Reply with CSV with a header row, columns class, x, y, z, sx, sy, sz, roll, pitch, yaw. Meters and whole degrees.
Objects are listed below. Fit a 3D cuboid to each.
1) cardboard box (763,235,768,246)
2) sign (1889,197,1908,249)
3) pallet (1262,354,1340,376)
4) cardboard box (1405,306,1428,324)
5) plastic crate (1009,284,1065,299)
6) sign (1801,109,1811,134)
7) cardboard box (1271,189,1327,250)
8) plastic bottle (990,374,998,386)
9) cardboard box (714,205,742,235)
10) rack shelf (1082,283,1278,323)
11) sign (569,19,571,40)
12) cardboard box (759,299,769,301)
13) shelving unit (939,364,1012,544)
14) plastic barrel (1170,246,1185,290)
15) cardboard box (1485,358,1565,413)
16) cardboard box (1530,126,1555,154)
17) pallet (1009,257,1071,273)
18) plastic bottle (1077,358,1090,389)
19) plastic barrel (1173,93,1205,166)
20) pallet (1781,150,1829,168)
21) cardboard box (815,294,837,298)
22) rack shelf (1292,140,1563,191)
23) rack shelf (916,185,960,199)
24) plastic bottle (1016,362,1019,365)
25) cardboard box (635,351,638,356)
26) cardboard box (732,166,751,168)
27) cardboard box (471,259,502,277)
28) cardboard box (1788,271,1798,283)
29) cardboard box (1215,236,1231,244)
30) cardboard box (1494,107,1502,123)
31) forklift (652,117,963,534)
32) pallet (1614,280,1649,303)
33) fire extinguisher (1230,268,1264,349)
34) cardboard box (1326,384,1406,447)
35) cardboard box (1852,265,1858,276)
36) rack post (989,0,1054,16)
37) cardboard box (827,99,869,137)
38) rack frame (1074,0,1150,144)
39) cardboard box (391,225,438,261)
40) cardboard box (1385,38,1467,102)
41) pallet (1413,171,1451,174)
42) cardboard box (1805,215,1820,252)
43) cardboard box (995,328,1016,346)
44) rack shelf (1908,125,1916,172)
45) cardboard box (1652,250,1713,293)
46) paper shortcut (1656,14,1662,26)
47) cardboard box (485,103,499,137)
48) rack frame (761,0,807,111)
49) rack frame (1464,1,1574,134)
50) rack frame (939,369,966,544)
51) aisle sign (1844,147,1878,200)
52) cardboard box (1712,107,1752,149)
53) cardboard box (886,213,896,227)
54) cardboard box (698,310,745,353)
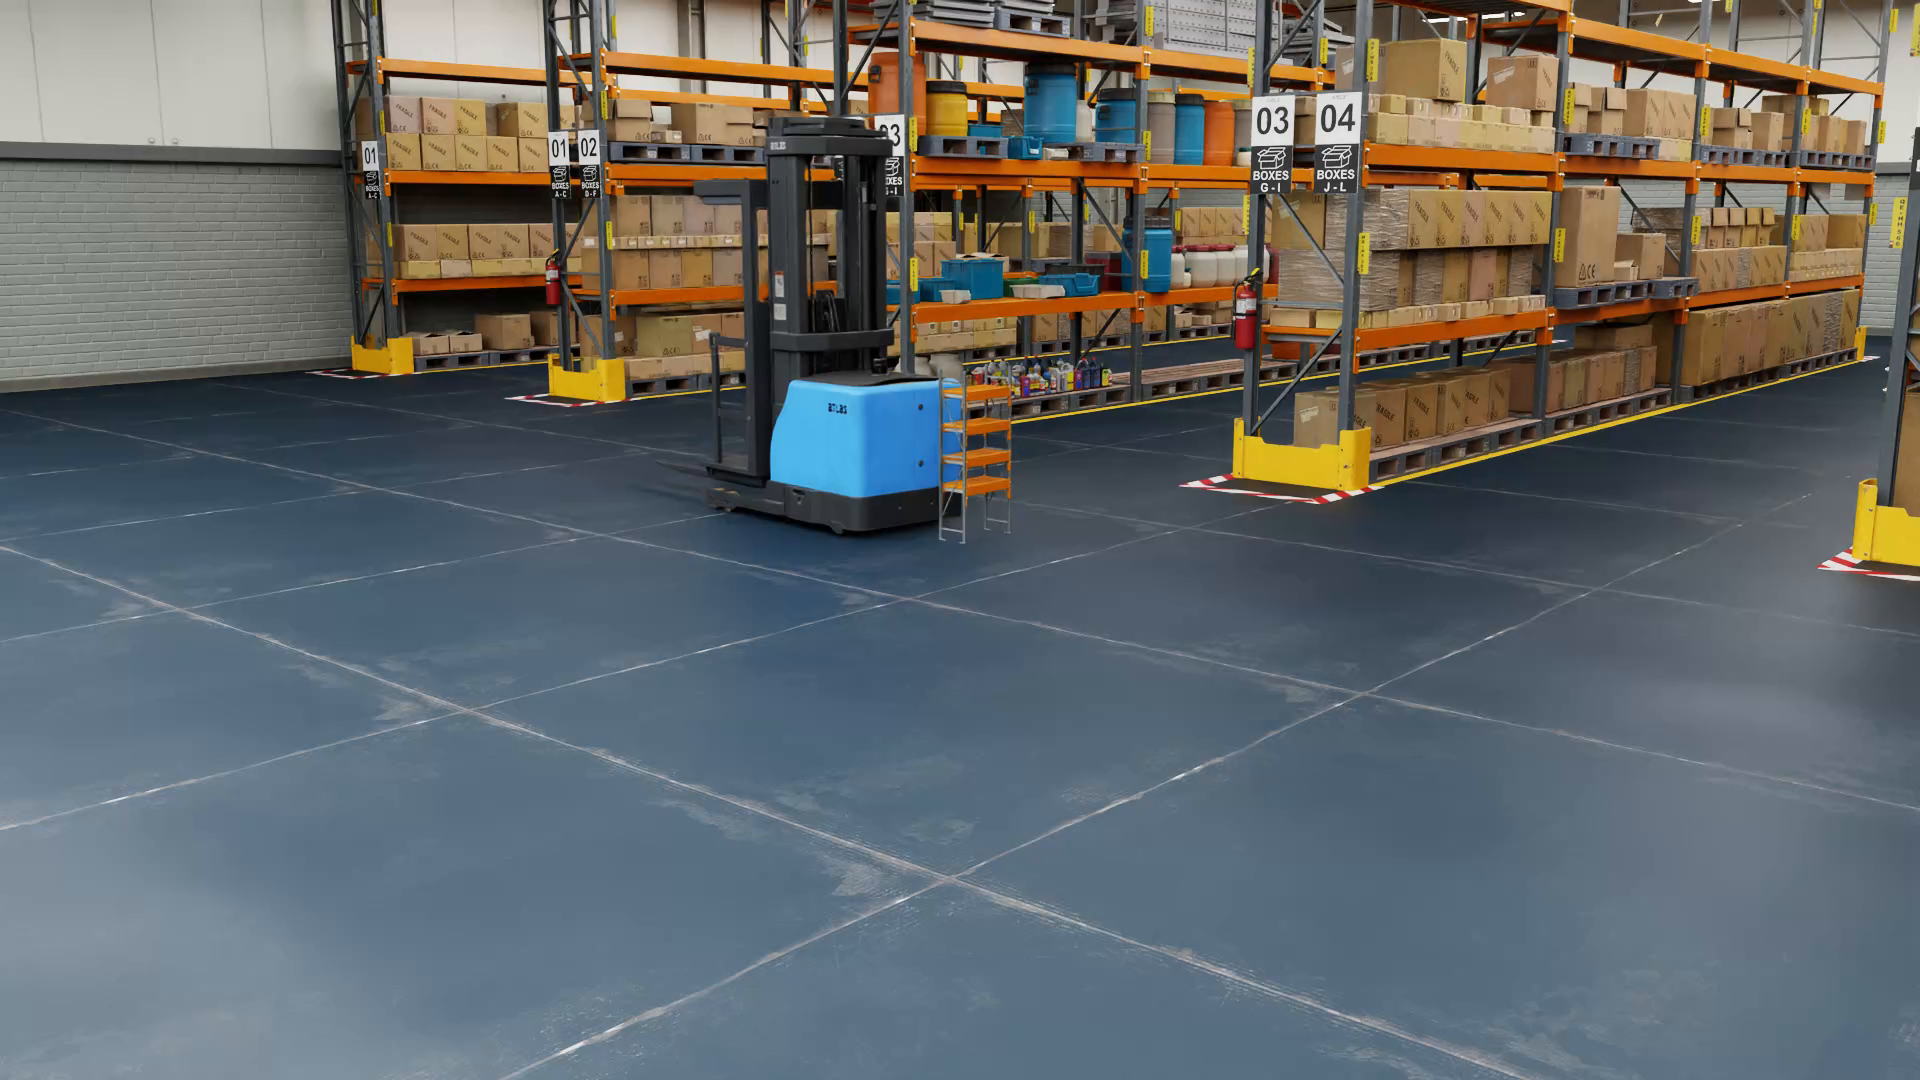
class,x,y,z,sx,sy,sz,roll,pitch,yaw
cardboard box,-2.643,-3.979,22.063,0.380,0.149,0.250,10,15,40
sign,6.108,-2.059,10.801,0.100,0.325,0.005,10,15,40
pallet,4.897,-2.530,23.841,1.003,0.211,1.213,10,15,40
cardboard box,3.890,-1.991,14.665,0.380,0.149,0.250,10,15,40
plastic crate,0.886,-2.787,18.680,0.530,0.136,0.437,10,15,40
sign,11.183,-5.535,21.981,0.100,0.325,0.005,10,15,40
cardboard box,3.025,-2.757,14.290,0.500,0.500,0.500,10,15,40
plastic bottle,0.394,-1.810,19.138,0.097,0.201,0.097,0,11,0
cardboard box,-3.233,-4.227,21.646,0.700,0.500,0.500,10,15,40
rack shelf,3.087,-3.129,21.558,1.077,0.370,4.000,10,15,40
sign,-6.095,-8.017,26.088,0.100,0.325,0.005,10,15,40
cardboard box,-3.470,-3.935,29.011,0.700,0.500,0.500,10,15,41
shelving unit,0.109,-0.613,11.716,0.258,1.200,0.503,10,15,40
plastic barrel,2.563,-3.367,20.564,0.433,0.535,0.433,0,11,0
cardboard box,5.909,-1.625,17.448,0.700,0.500,0.500,8,14,36
cardboard box,5.383,-3.844,16.024,0.500,0.250,0.500,11,15,42
pallet,1.084,-4.432,26.733,1.213,0.211,1.003,10,15,40
plastic bottle,1.432,-1.944,19.428,0.144,0.351,0.185,9,14,38
plastic barrel,2.803,-5.200,21.150,0.600,0.901,0.708,10,15,40
pallet,11.316,-5.271,23.012,1.003,0.211,1.213,10,15,40
cardboard box,-2.450,-4.300,30.000,0.750,0.750,0.750,10,15,40
rack shelf,4.167,-3.372,15.111,1.077,0.370,4.000,10,15,40
rack shelf,-1.714,-6.470,30.623,1.077,0.370,4.000,10,15,40
plastic bottle,0.658,-1.960,19.677,0.061,0.283,0.133,11,15,43
cardboard box,-4.139,-2.290,21.467,0.500,0.250,0.500,10,15,40
cardboard box,-3.960,-6.410,28.173,0.637,0.503,0.797,-10,15,-40
cardboard box,-7.082,-4.000,24.410,0.500,0.250,0.500,9,15,39
cardboard box,11.214,-3.602,22.728,0.380,0.149,0.250,10,15,40
cardboard box,4.538,-5.244,30.052,0.500,0.500,0.500,10,15,40
cardboard box,4.756,-3.907,15.322,0.380,0.149,0.250,11,15,42
forklift,-1.325,-1.708,12.779,1.130,2.935,3.031,-10,15,-41
pallet,6.852,-2.745,18.288,1.003,0.211,1.213,10,15,40
fire extinguisher,2.425,-1.964,14.083,0.296,0.674,0.183,10,15,40
cardboard box,3.641,-1.121,14.977,0.500,0.500,0.500,-7,13,-33
cardboard box,13.251,-4.056,25.004,0.380,0.149,0.250,10,15,41
rack post,0.382,-5.793,17.935,0.937,0.300,0.954,9,15,39
cardboard box,-1.514,-5.886,23.258,0.500,0.500,0.500,10,15,41
rack frame,1.767,-6.130,19.426,1.000,3.000,0.127,10,15,40
cardboard box,-7.774,-4.216,23.577,0.500,0.500,0.500,10,15,40
cardboard box,4.030,-4.054,14.398,0.500,0.500,0.500,10,15,40
pallet,6.604,-5.615,24.991,1.213,0.211,1.003,10,15,40
cardboard box,11.608,-4.274,23.158,0.500,0.500,0.500,10,15,40
cardboard box,0.525,-3.166,25.852,0.500,0.250,0.500,10,15,42
rack shelf,7.827,-2.715,11.826,1.077,0.370,4.000,10,15,40
cardboard box,8.653,-3.221,19.926,0.500,0.500,0.500,10,15,42
paper shortcut,8.605,-6.408,20.466,0.009,0.170,0.078,23,-8,37
cardboard box,-7.195,-6.222,24.687,0.500,0.500,0.500,10,15,40
rack frame,-3.034,-7.999,28.786,1.000,3.000,0.127,10,15,40
rack frame,5.488,-5.489,16.220,1.000,3.000,0.127,10,15,40
rack frame,-0.052,-0.577,11.536,0.240,1.200,0.015,10,15,40
aisle sign,13.682,-5.560,25.252,0.394,0.787,0.004,10,15,40
cardboard box,9.461,-5.167,20.928,0.797,0.503,0.637,10,15,40
cardboard box,-1.527,-5.892,30.574,0.500,0.250,0.500,9,15,39
cardboard box,-3.078,-2.736,21.786,0.500,0.500,0.500,10,15,40
